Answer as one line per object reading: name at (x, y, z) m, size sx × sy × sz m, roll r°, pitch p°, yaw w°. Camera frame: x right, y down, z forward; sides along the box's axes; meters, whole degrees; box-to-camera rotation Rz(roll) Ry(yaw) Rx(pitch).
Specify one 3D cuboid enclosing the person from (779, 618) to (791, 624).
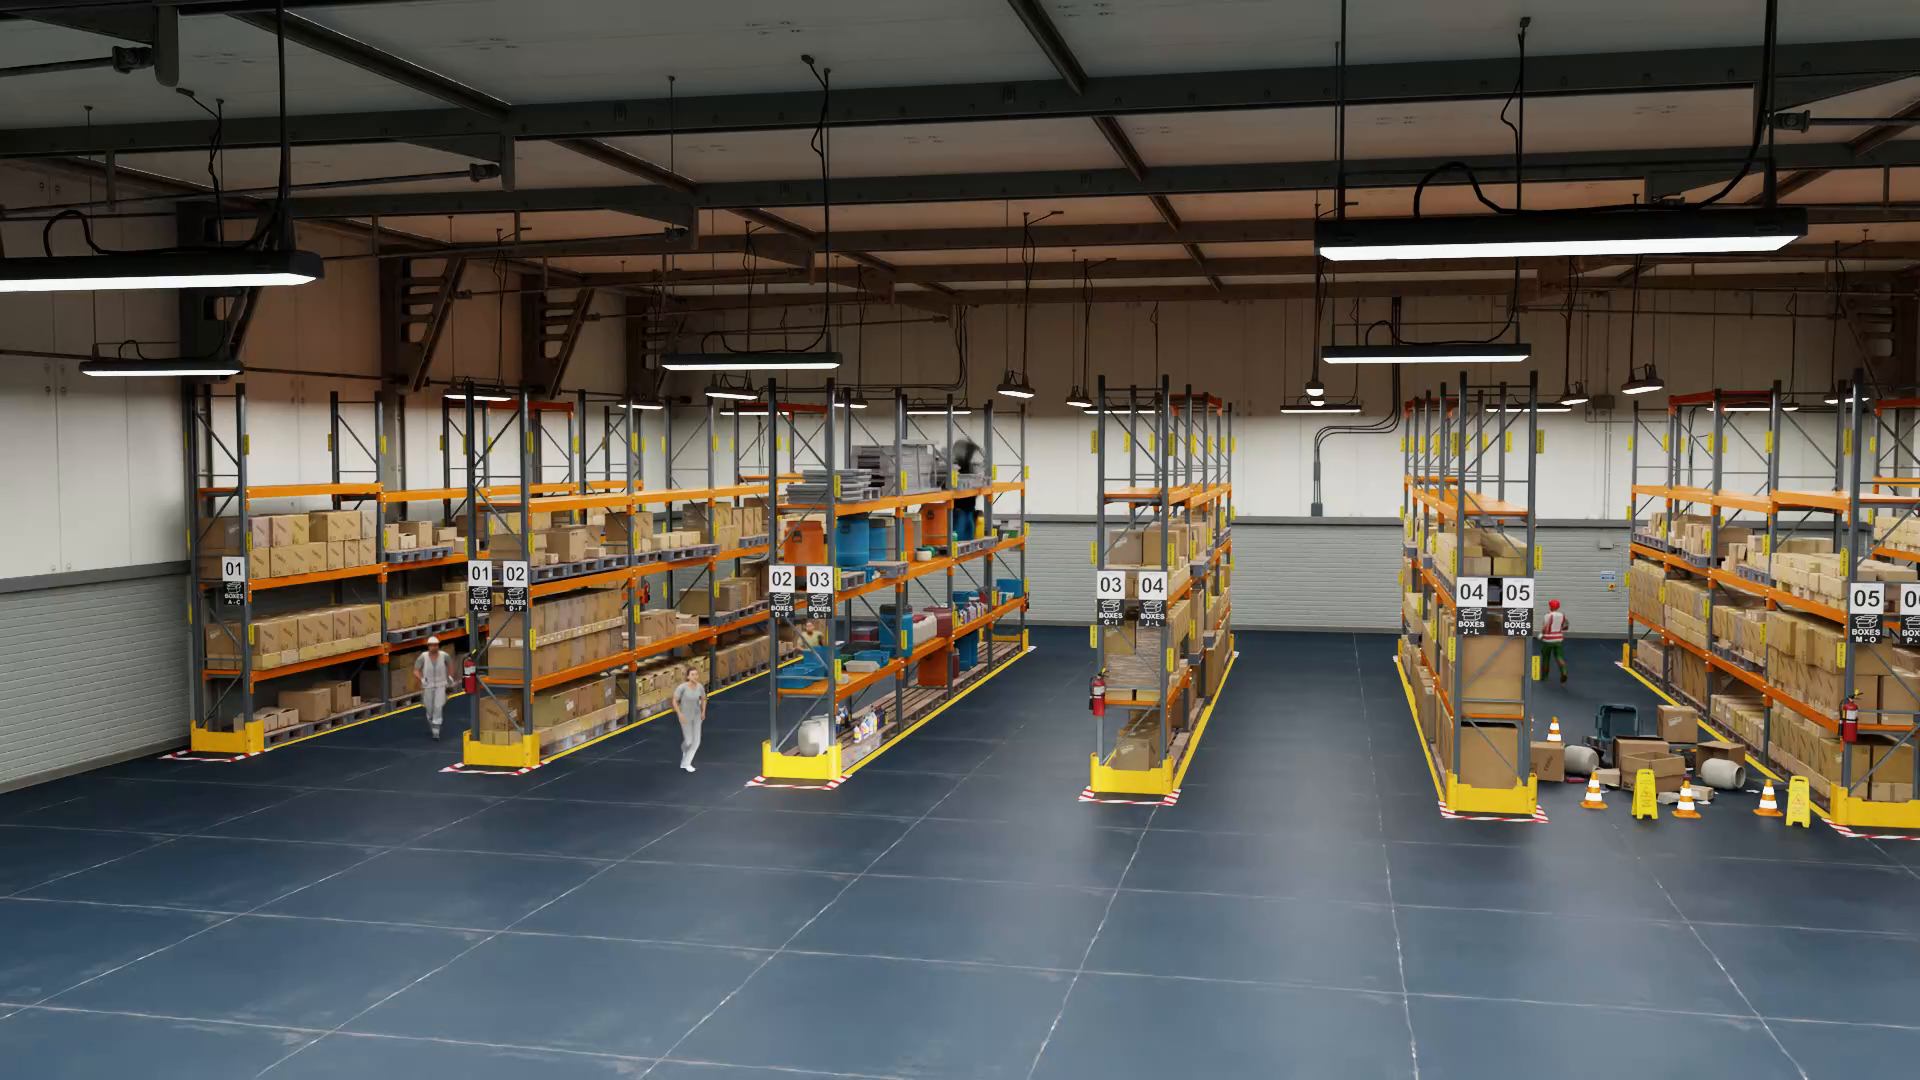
person at (-4.494, 1.631, 43.067) m, size 0.976 × 1.749 × 0.691 m, roll 1°, pitch 3°, yaw 13°

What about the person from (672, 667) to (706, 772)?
person at (-4.179, 2.741, 25.624) m, size 0.561 × 1.610 × 0.557 m, roll -2°, pitch 4°, yaw -29°

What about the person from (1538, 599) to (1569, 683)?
person at (12.338, 2.112, 34.566) m, size 0.655 × 1.765 × 1.000 m, roll 0°, pitch 3°, yaw -3°

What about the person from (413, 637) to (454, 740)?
person at (-9.010, 2.505, 28.491) m, size 0.662 × 1.743 × 0.864 m, roll -1°, pitch 3°, yaw -17°

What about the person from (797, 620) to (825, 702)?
person at (-2.900, 2.343, 32.524) m, size 0.572 × 1.608 × 0.910 m, roll 0°, pitch 3°, yaw -2°
